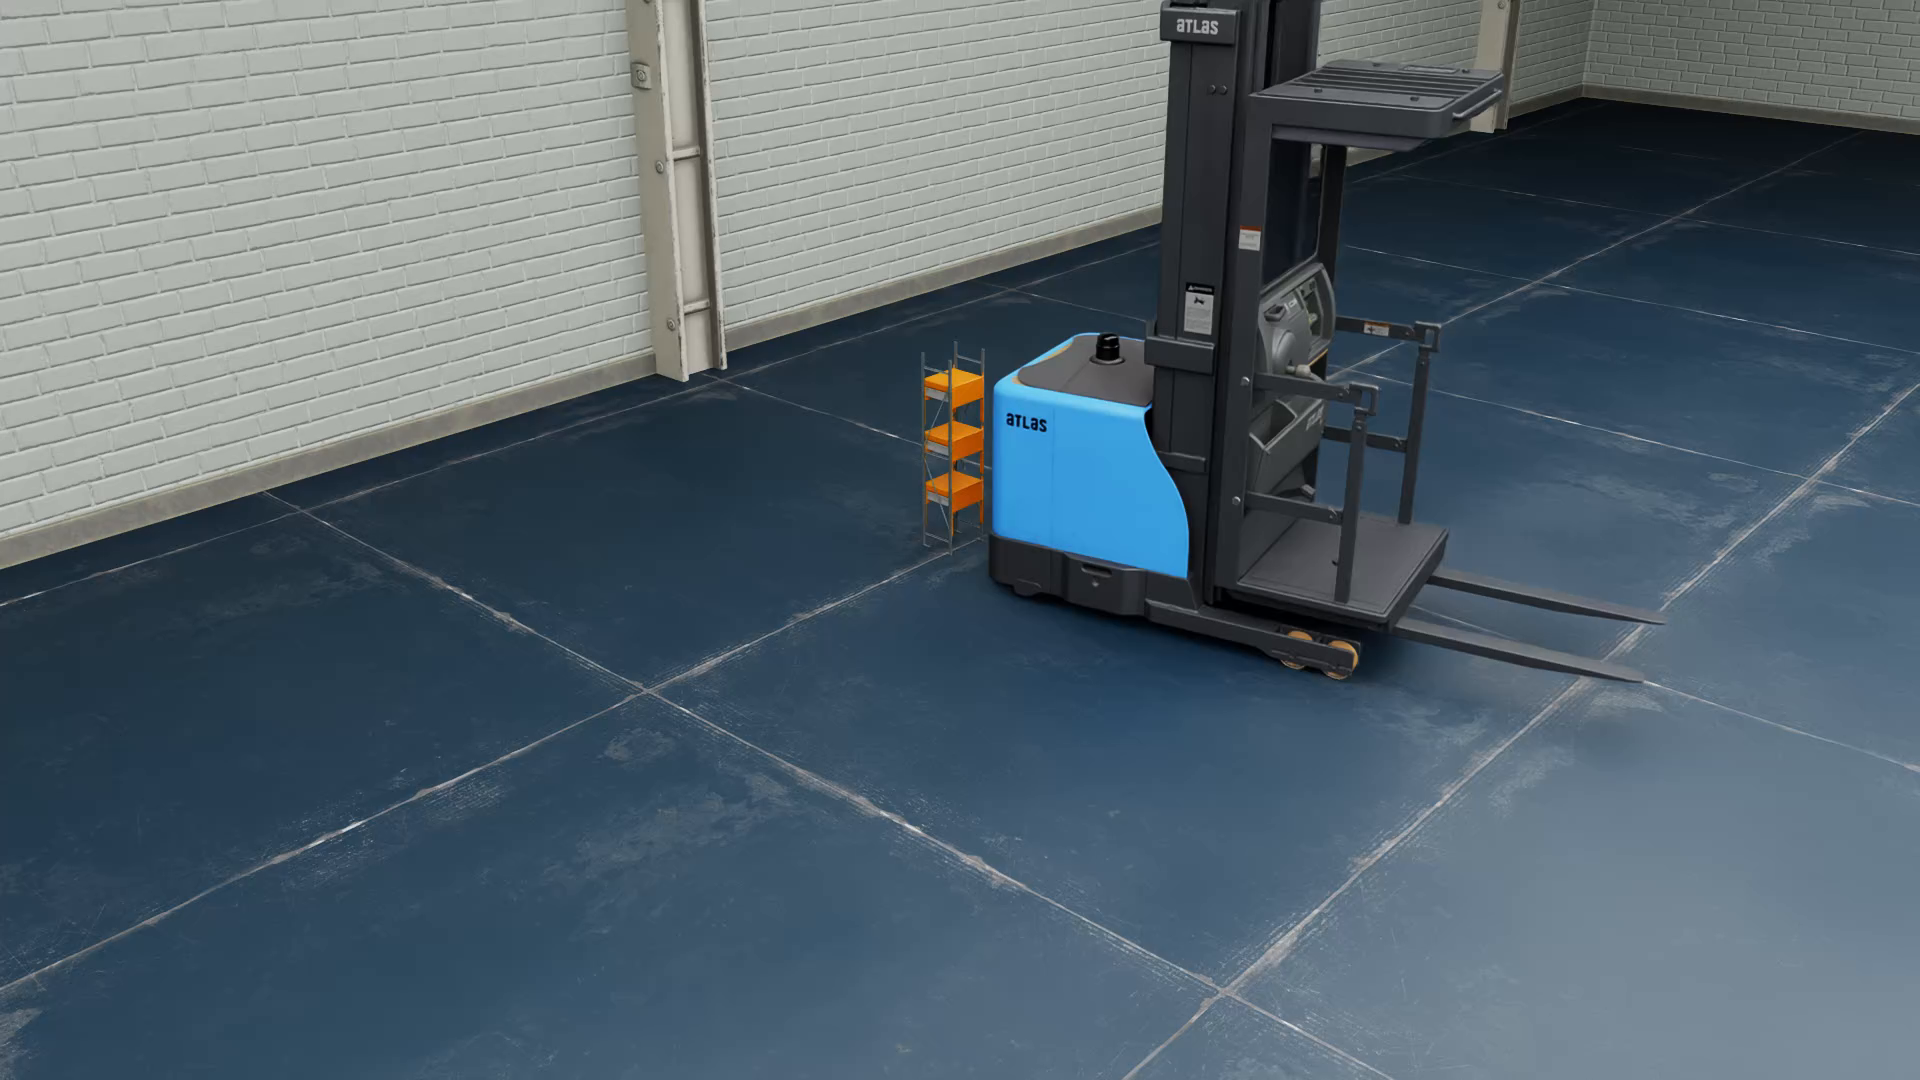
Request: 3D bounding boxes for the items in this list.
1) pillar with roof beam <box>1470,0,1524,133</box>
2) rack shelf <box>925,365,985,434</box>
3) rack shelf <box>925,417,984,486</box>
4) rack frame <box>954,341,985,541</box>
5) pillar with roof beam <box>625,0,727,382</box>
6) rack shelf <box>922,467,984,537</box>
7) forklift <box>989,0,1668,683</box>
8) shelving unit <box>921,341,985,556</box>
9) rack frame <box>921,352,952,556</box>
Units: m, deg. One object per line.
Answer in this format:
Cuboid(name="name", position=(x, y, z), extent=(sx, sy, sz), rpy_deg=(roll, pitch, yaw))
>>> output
Cuboid(name="pillar with roof beam", position=(9.381, -7.745, 15.025), extent=(9.100, 9.000, 0.400), rpy_deg=(20, 31, 38))
Cuboid(name="rack shelf", position=(-0.036, -0.712, 8.387), extent=(0.215, 0.259, 0.240), rpy_deg=(20, 31, 38))
Cuboid(name="rack shelf", position=(-0.036, -0.453, 8.503), extent=(0.215, 0.259, 0.240), rpy_deg=(20, 31, 38))
Cuboid(name="rack frame", position=(0.046, -0.500, 8.582), extent=(0.200, 1.050, 0.008), rpy_deg=(20, 31, 38))
Cuboid(name="pillar with roof beam", position=(1.372, -4.089, 6.871), extent=(9.100, 9.000, 0.400), rpy_deg=(20, 31, 38))
Cuboid(name="rack shelf", position=(-0.036, -0.199, 8.617), extent=(0.215, 0.259, 0.240), rpy_deg=(20, 31, 38))
Cuboid(name="forklift", position=(1.680, -0.969, 7.329), extent=(3.031, 2.935, 1.130), rpy_deg=(13, 27, 27))
Cuboid(name="shelving unit", position=(-0.036, -0.463, 8.499), extent=(0.215, 1.050, 0.252), rpy_deg=(20, 31, 38))
Cuboid(name="rack frame", position=(-0.117, -0.426, 8.416), extent=(0.200, 1.050, 0.008), rpy_deg=(20, 31, 38))
